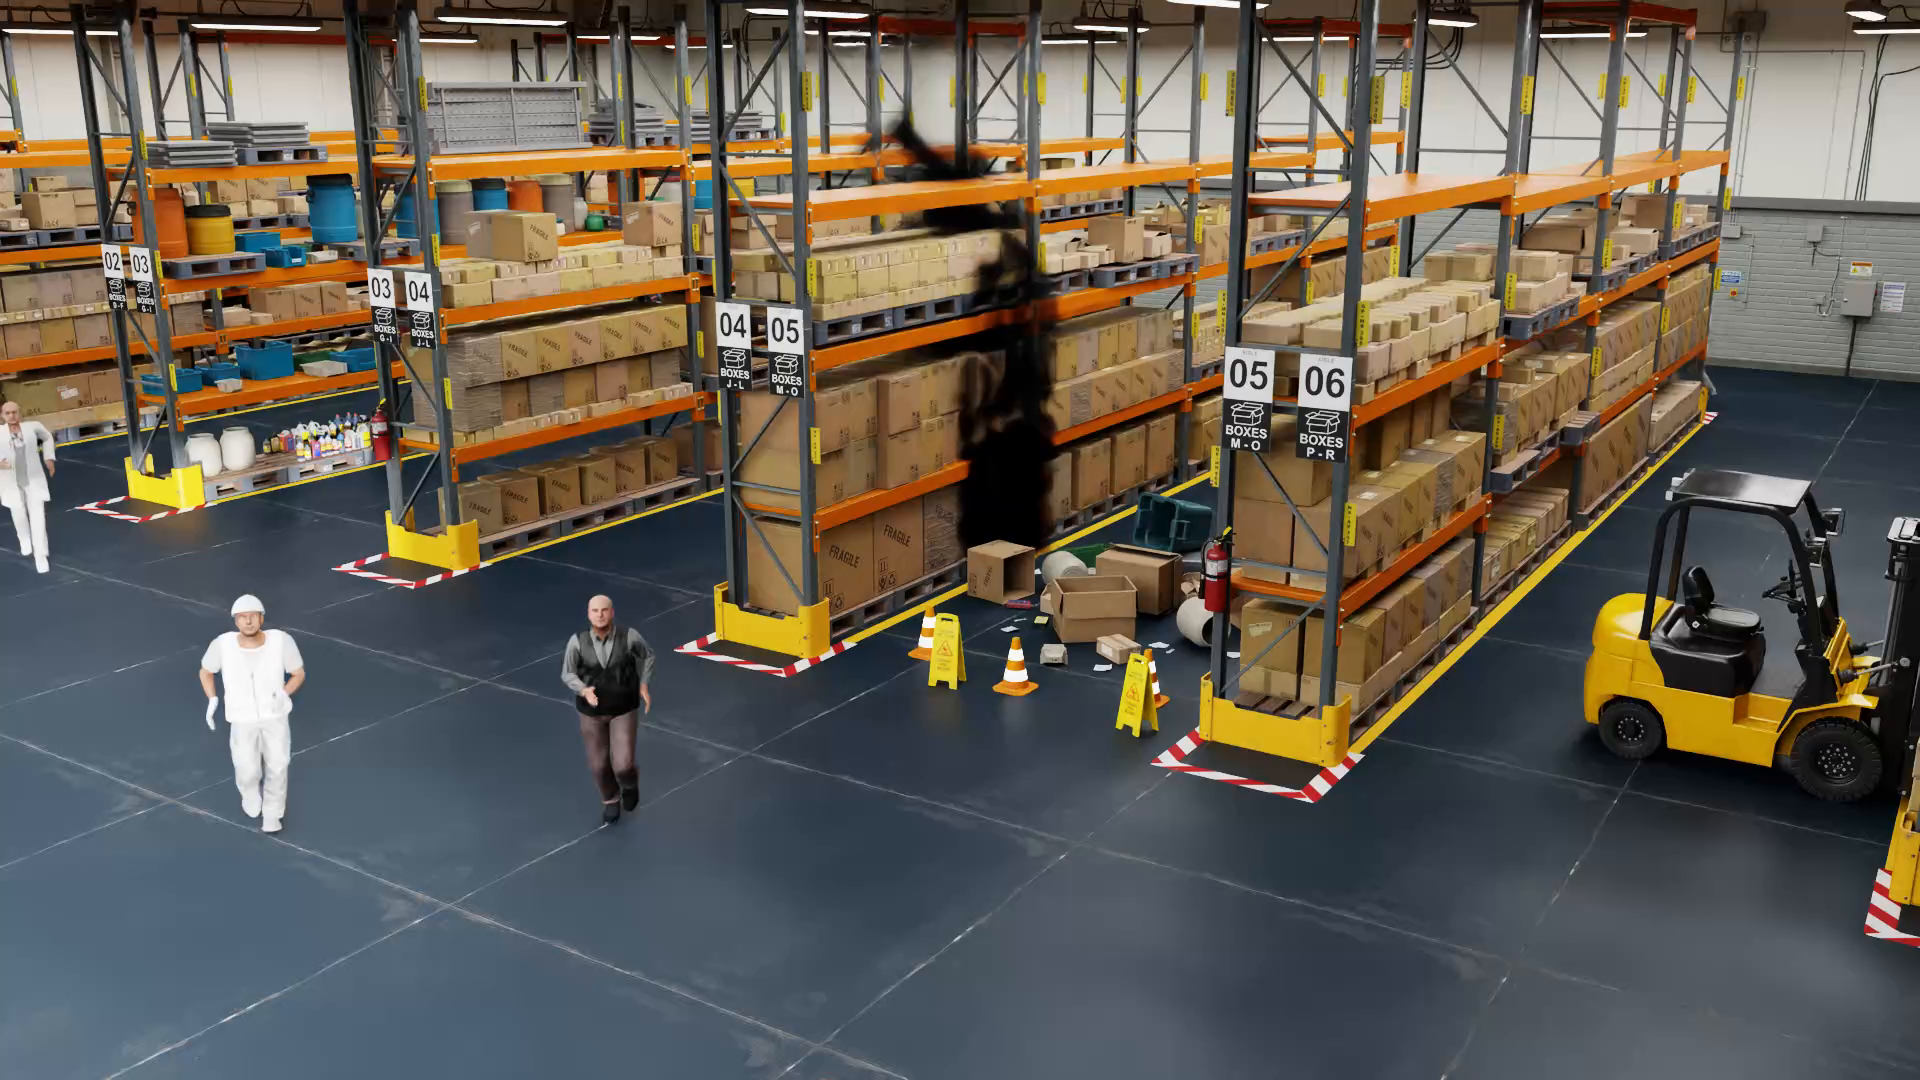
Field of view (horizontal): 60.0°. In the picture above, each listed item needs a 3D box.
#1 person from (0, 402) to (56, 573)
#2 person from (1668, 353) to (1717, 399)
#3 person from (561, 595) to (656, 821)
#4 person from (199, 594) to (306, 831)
[{"bbox_3d":[-10.159,-0.616,18.013,0.724,1.791,1.055,-9,18,-29],"label":"person"},{"bbox_3d":[11.814,-3.097,27.054,0.758,1.756,0.948,-11,19,-34],"label":"person"},{"bbox_3d":[-2.465,1.217,11.689,0.644,1.679,0.596,-2,16,-6],"label":"person"},{"bbox_3d":[-4.864,1.235,11.529,0.677,1.738,0.585,-7,17,-23],"label":"person"}]
